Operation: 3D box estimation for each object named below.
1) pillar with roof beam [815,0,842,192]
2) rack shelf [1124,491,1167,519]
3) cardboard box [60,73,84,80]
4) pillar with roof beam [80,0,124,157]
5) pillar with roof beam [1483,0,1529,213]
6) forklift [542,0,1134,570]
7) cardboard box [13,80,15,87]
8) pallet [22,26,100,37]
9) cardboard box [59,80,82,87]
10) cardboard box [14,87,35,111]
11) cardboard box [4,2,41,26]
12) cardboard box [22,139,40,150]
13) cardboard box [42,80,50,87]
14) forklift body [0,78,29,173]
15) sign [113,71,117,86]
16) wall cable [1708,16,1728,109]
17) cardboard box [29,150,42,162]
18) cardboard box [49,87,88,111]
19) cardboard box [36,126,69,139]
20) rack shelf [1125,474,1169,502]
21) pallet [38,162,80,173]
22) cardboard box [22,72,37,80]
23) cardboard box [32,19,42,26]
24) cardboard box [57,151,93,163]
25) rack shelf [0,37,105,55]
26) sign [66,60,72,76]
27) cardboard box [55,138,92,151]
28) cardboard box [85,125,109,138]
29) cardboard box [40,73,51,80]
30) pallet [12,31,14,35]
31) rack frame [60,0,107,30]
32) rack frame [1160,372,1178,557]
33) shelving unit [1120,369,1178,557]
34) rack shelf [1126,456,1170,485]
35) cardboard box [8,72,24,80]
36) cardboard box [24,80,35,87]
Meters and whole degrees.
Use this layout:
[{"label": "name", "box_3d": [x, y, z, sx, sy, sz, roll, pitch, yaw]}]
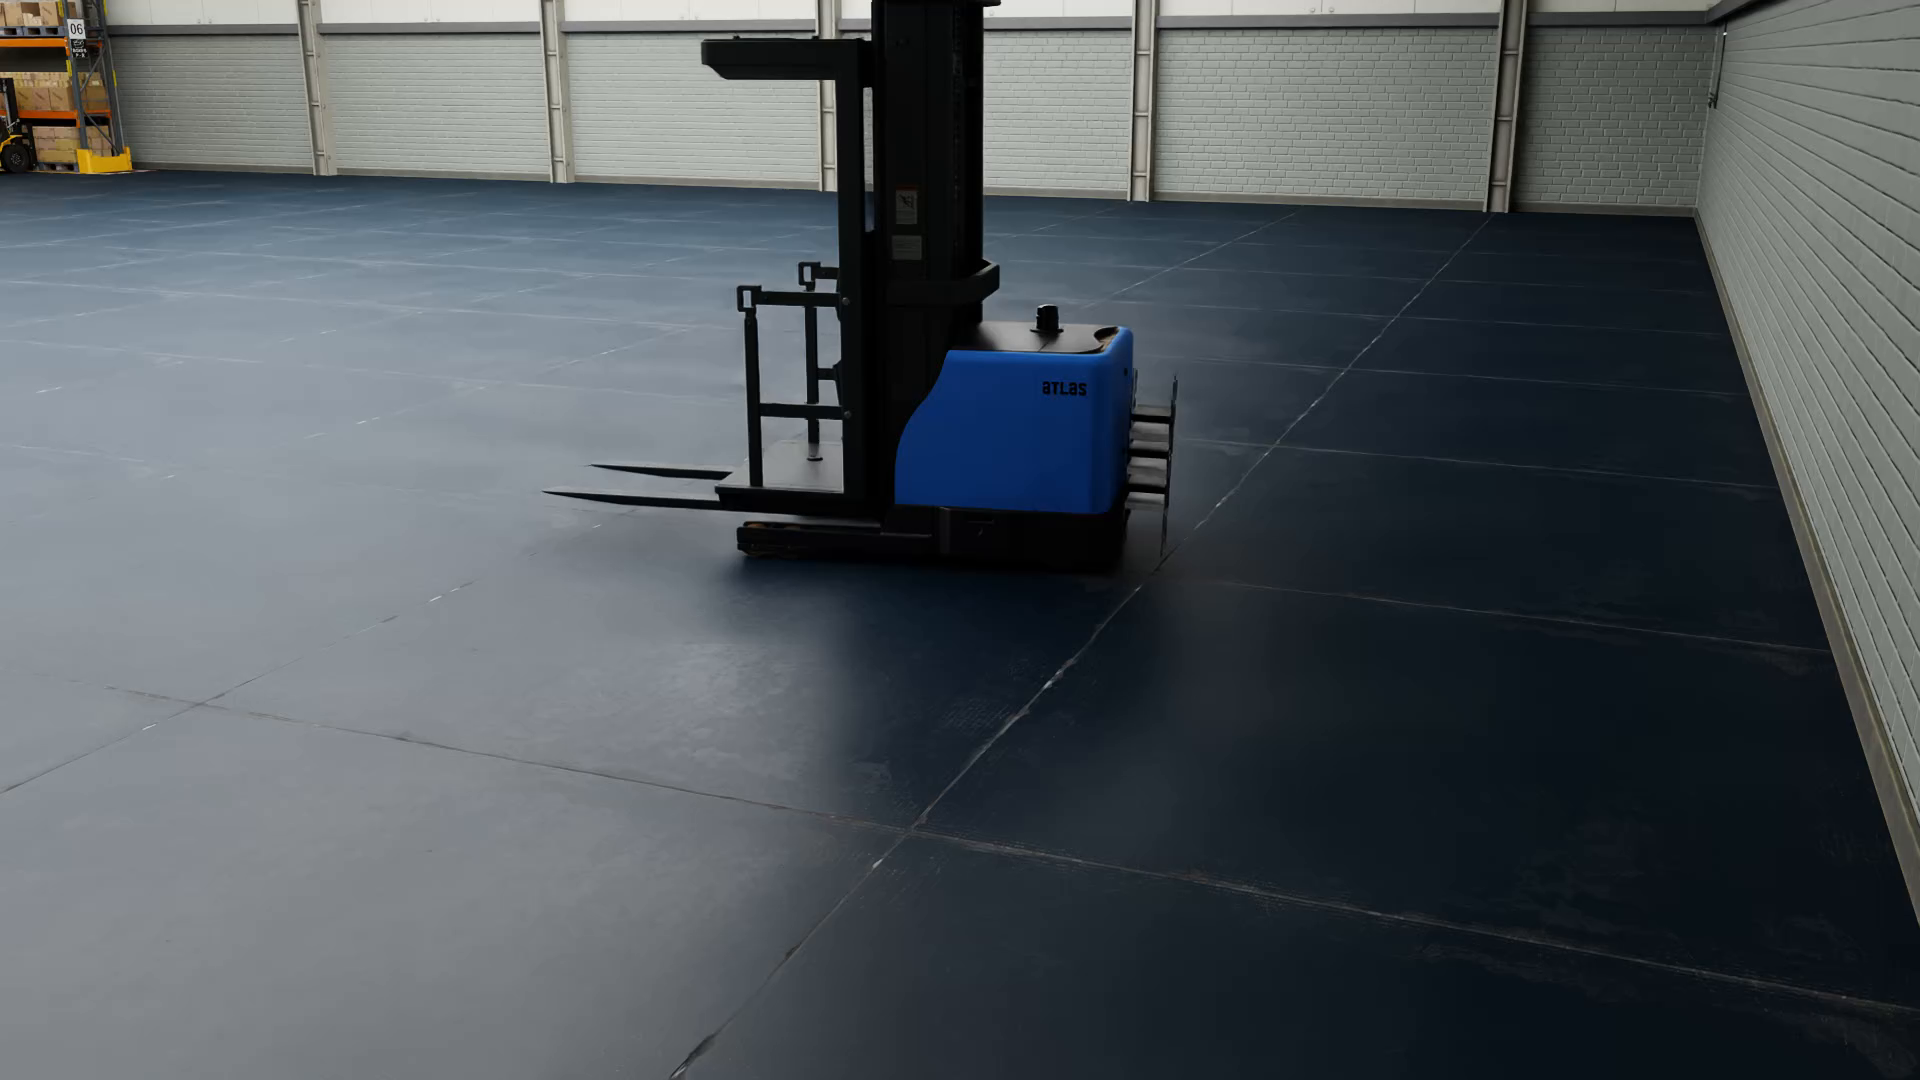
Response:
[{"label": "pillar with roof beam", "box_3d": [-3.989, -9.793, 26.267, 0.400, 9.000, 9.100, 6, 17, 21]}, {"label": "rack shelf", "box_3d": [0.945, -0.183, 8.440, 0.200, 0.077, 0.258, 5, 17, 10]}, {"label": "cardboard box", "box_3d": [-19.248, -10.050, 36.034, 0.250, 0.149, 0.380, 6, 17, 21]}, {"label": "pillar with roof beam", "box_3d": [-20.734, -11.635, 32.610, 0.400, 9.000, 9.100, 6, 17, 21]}, {"label": "pillar with roof beam", "box_3d": [7.174, -8.566, 22.039, 0.400, 9.000, 9.100, 6, 17, 21]}, {"label": "forklift", "box_3d": [-0.655, -1.453, 8.422, 3.031, 2.935, 1.130, 3, 17, 12]}, {"label": "cardboard box", "box_3d": [-20.664, -10.061, 36.608, 0.250, 0.149, 0.380, 6, 17, 20]}, {"label": "pallet", "box_3d": [-19.485, -11.042, 36.108, 1.213, 0.211, 1.003, 6, 17, 21]}, {"label": "cardboard box", "box_3d": [-19.263, -9.888, 36.009, 0.250, 0.149, 0.380, 7, 17, 21]}, {"label": "cardboard box", "box_3d": [-20.347, -9.703, 36.538, 0.500, 0.500, 0.500, 6, 17, 20]}, {"label": "cardboard box", "box_3d": [-20.254, -11.416, 36.126, 0.500, 0.500, 0.700, 6, 17, 21]}, {"label": "cardboard box", "box_3d": [-20.355, -8.757, 36.739, 0.500, 0.250, 0.500, 6, 17, 19]}, {"label": "cardboard box", "box_3d": [-19.730, -9.948, 36.219, 0.250, 0.149, 0.380, 7, 17, 22]}, {"label": "forklift body", "box_3d": [-21.271, -8.878, 35.399, 1.214, 2.155, 2.313, 6, 17, 21]}, {"label": "sign", "box_3d": [-18.628, -10.162, 36.604, 0.005, 0.325, 0.100, 6, 17, 21]}, {"label": "wall cable", "box_3d": [11.009, -7.547, 24.098, 0.112, 2.526, 3.097, 6, 17, 21]}, {"label": "cardboard box", "box_3d": [-20.311, -8.519, 36.818, 0.500, 0.250, 0.500, 6, 17, 21]}, {"label": "cardboard box", "box_3d": [-19.391, -9.595, 36.167, 0.500, 0.500, 0.500, 6, 17, 19]}, {"label": "cardboard box", "box_3d": [-19.857, -8.944, 36.486, 0.500, 0.250, 0.500, 7, 17, 22]}, {"label": "rack shelf", "box_3d": [0.948, -0.269, 8.415, 0.200, 0.077, 0.258, 5, 17, 10]}, {"label": "pallet", "box_3d": [-19.564, -8.294, 36.863, 1.213, 0.211, 1.003, 6, 17, 21]}, {"label": "cardboard box", "box_3d": [-20.229, -10.129, 36.308, 0.250, 0.149, 0.380, 7, 18, 22]}, {"label": "cardboard box", "box_3d": [-19.719, -11.141, 35.807, 0.250, 0.149, 0.380, 6, 17, 19]}, {"label": "cardboard box", "box_3d": [-19.390, -8.413, 36.450, 0.500, 0.250, 0.500, 6, 17, 21]}, {"label": "rack shelf", "box_3d": [-20.698, -10.865, 36.629, 4.000, 0.370, 1.077, 6, 17, 21]}, {"label": "sign", "box_3d": [-19.049, -10.096, 35.568, 0.005, 0.325, 0.100, 6, 17, 21]}, {"label": "cardboard box", "box_3d": [-19.405, -8.655, 36.389, 0.500, 0.250, 0.500, 6, 17, 20]}, {"label": "cardboard box", "box_3d": [-19.215, -9.025, 36.766, 0.500, 0.250, 0.500, 6, 17, 20]}, {"label": "cardboard box", "box_3d": [-19.742, -10.087, 36.161, 0.250, 0.149, 0.380, 7, 17, 22]}, {"label": "pallet", "box_3d": [-21.755, -11.292, 36.968, 1.213, 0.211, 1.003, 6, 17, 21]}, {"label": "rack frame", "box_3d": [-18.837, -12.446, 35.405, 0.127, 3.000, 1.000, 6, 17, 21]}, {"label": "rack frame", "box_3d": [1.052, -0.378, 8.362, 0.006, 0.900, 0.240, 5, 17, 10]}, {"label": "shelving unit", "box_3d": [0.952, -0.387, 8.379, 0.210, 0.900, 0.258, 5, 17, 10]}, {"label": "rack shelf", "box_3d": [0.951, -0.355, 8.389, 0.200, 0.077, 0.258, 5, 17, 10]}, {"label": "cardboard box", "box_3d": [-20.677, -10.205, 36.569, 0.250, 0.149, 0.380, 7, 17, 21]}, {"label": "cardboard box", "box_3d": [-20.222, -9.992, 36.368, 0.250, 0.149, 0.380, 6, 17, 19]}]
